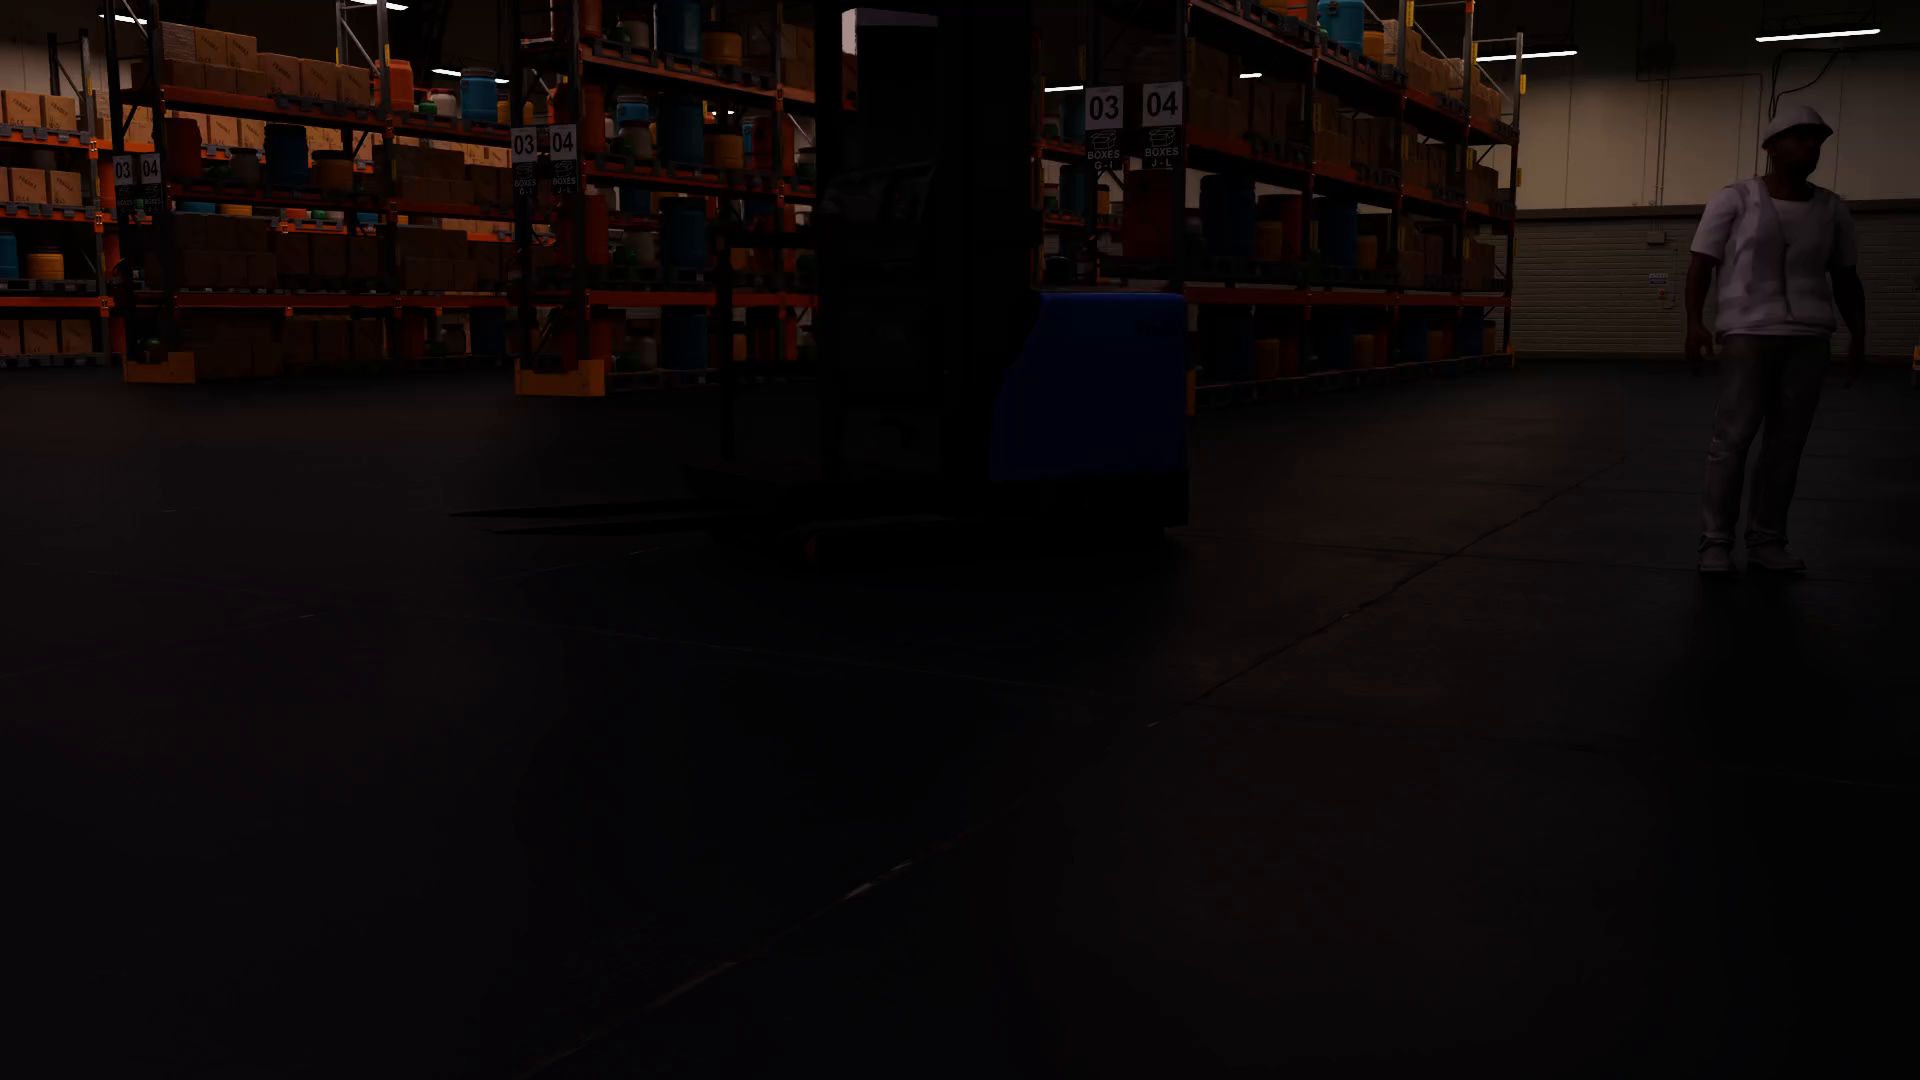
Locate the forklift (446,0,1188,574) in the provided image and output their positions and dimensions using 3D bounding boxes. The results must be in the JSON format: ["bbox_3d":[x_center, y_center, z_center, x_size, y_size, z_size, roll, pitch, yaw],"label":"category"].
[{"bbox_3d":[-0.526,-1.405,6.773,3.031,2.935,1.130,-5,9,-31],"label":"forklift"}]

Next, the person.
[{"bbox_3d":[3.127,-0.762,6.332,0.672,1.767,0.578,1,8,5],"label":"person"}]
